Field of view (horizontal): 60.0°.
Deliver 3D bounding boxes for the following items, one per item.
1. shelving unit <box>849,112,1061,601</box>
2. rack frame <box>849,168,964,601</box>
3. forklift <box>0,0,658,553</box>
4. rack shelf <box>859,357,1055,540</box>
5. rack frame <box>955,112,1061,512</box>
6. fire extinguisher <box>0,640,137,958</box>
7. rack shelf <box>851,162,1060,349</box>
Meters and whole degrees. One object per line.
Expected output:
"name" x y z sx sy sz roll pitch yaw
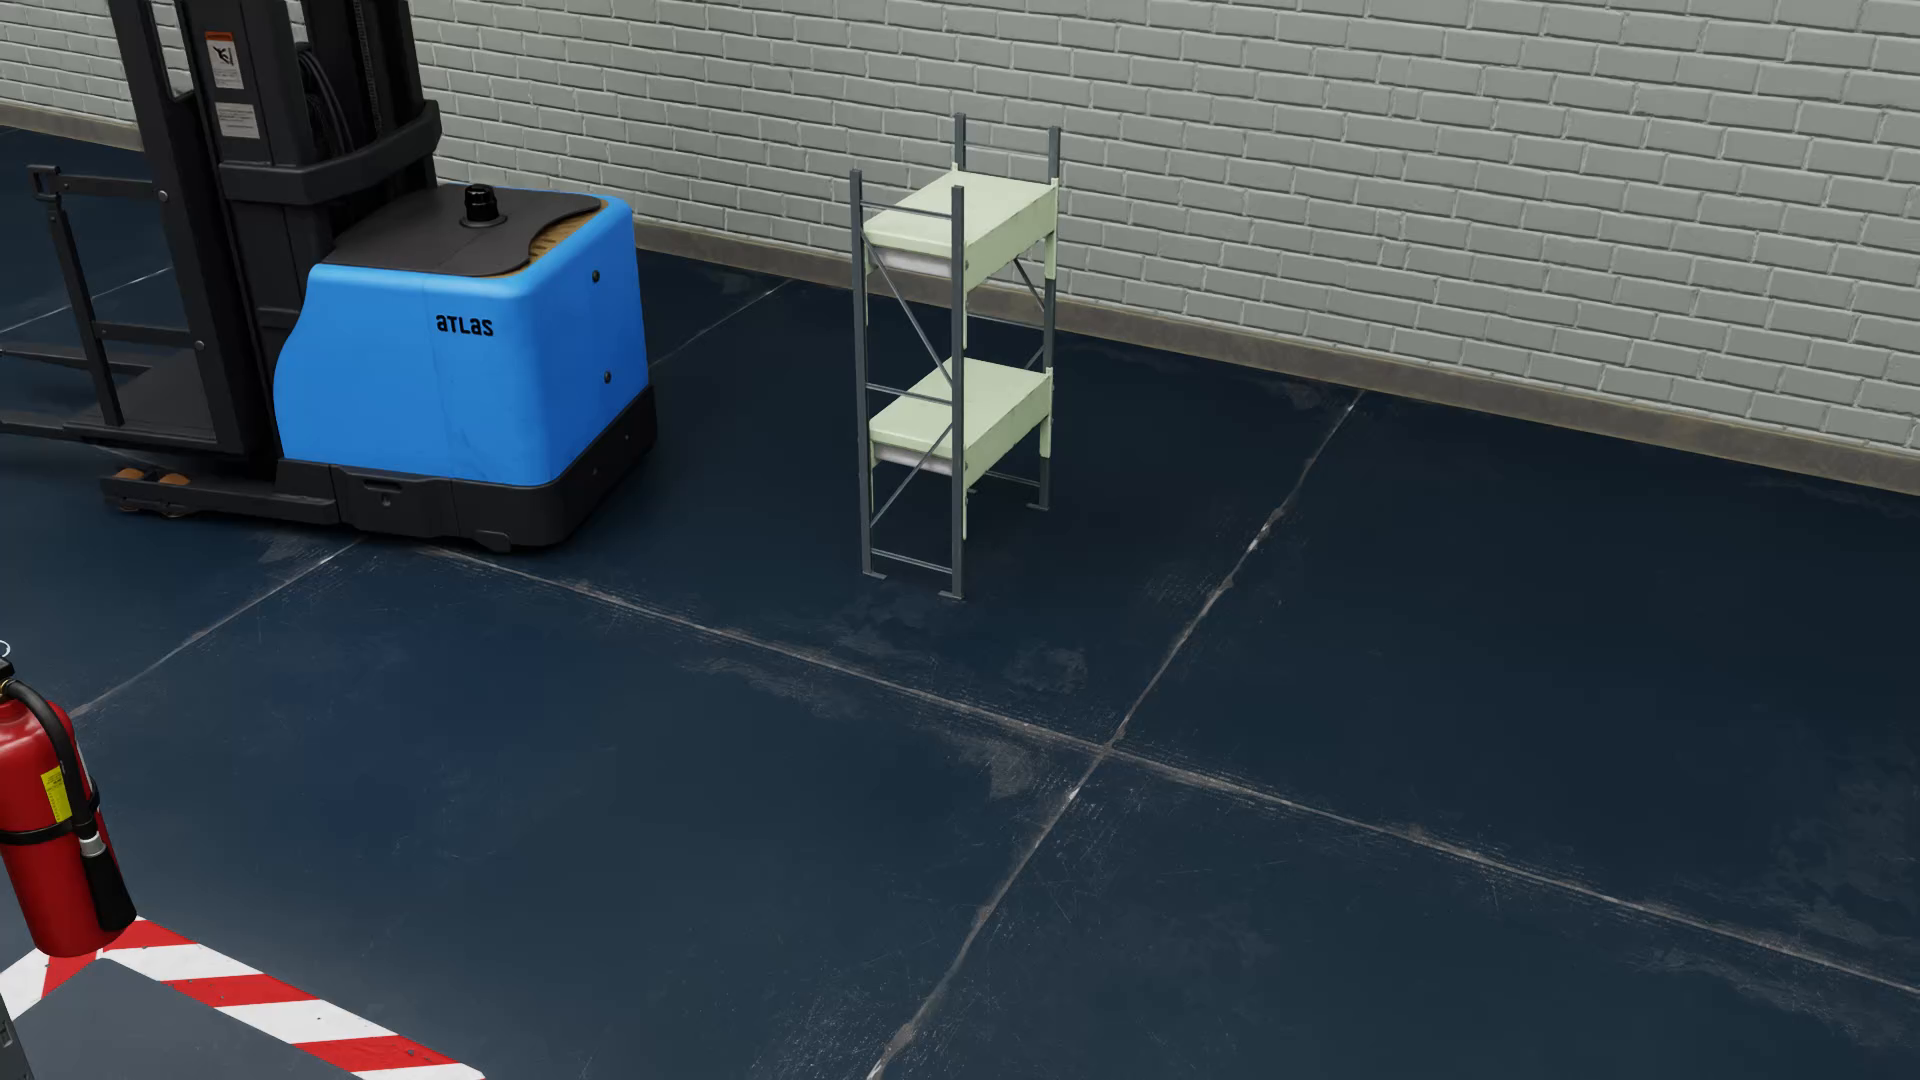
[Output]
"shelving unit" -0.003 -0.647 5.871 0.431 1.500 0.755 14 33 23
"rack frame" -0.170 -0.485 5.589 0.400 1.500 0.023 14 33 23
"forklift" -2.819 -1.603 6.099 3.031 2.935 1.130 7 31 12
"rack shelf" -0.003 -0.365 6.034 0.431 0.370 0.720 14 33 23
"rack frame" 0.164 -0.810 6.154 0.400 1.500 0.023 14 33 23
"fire extinguisher" -1.635 0.432 2.938 0.296 0.674 0.183 14 33 23
"rack shelf" -0.003 -0.986 5.677 0.431 0.370 0.720 14 33 23
